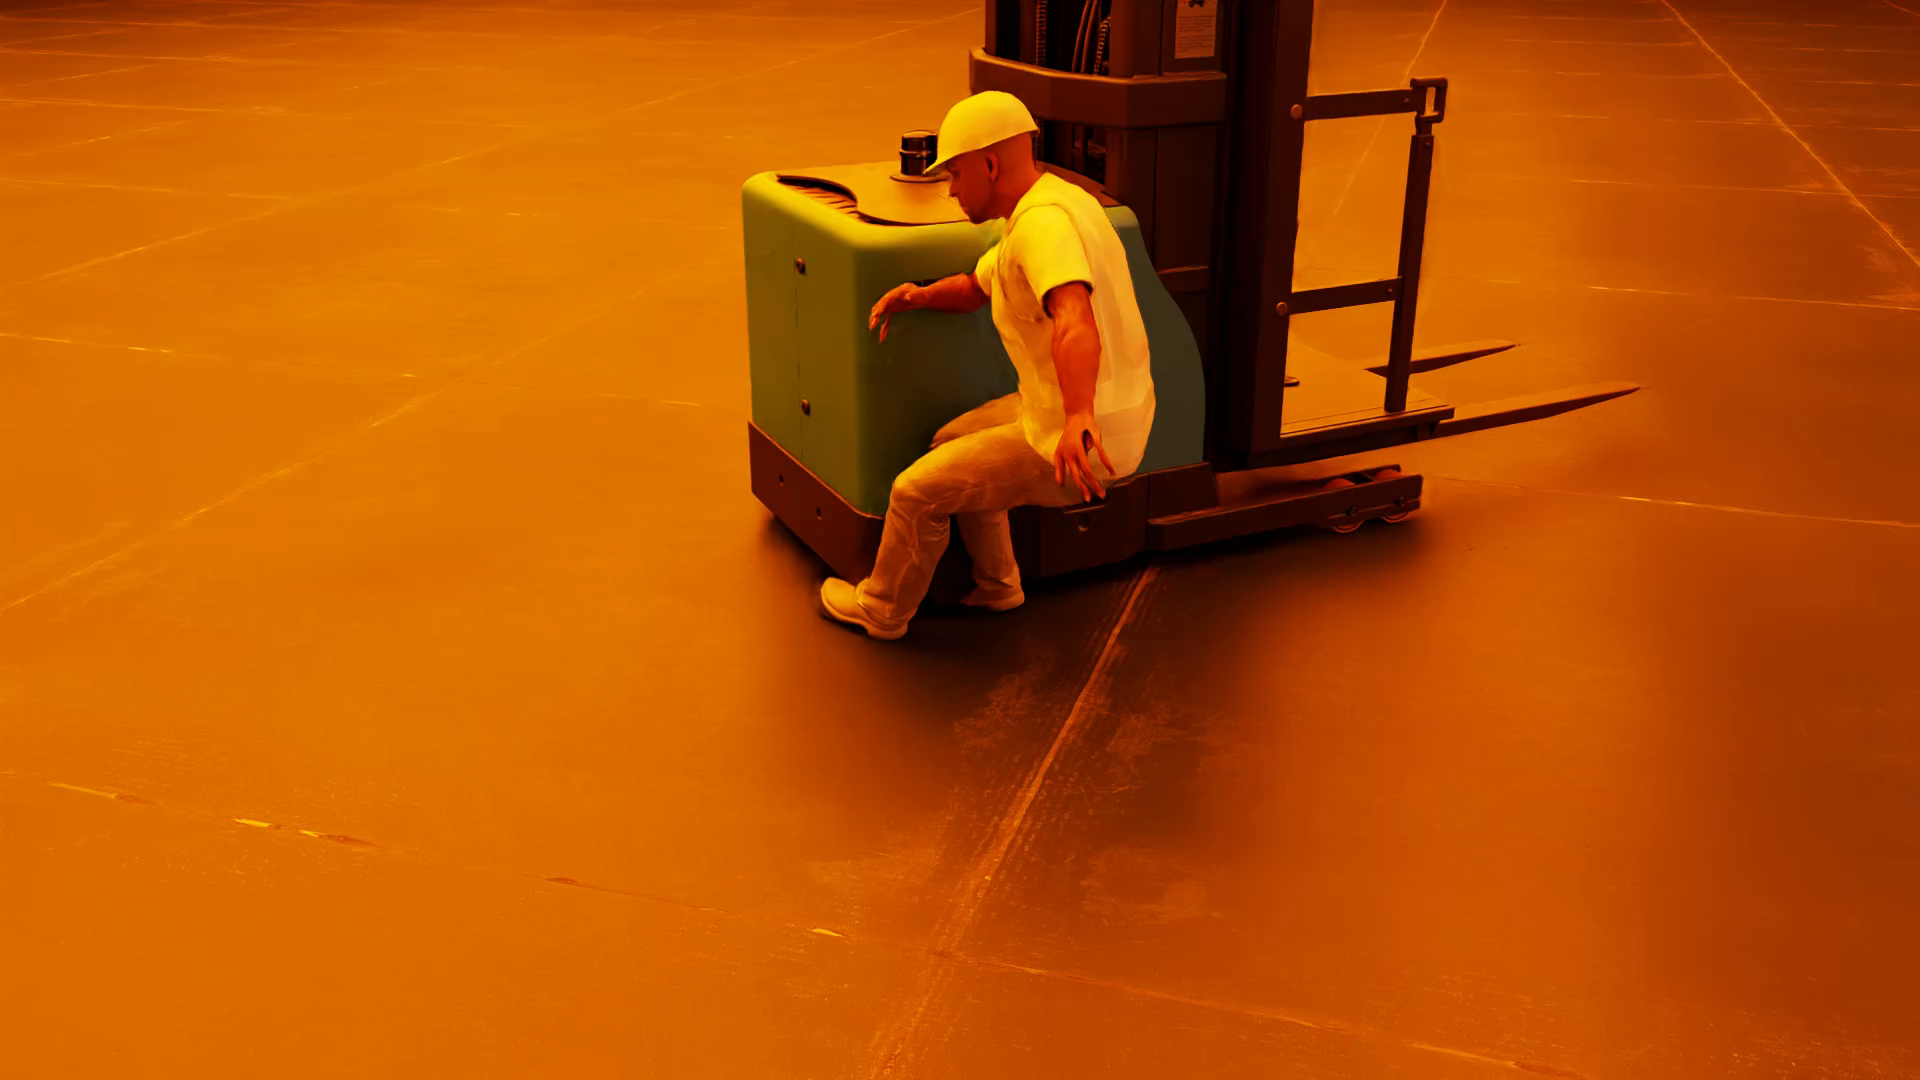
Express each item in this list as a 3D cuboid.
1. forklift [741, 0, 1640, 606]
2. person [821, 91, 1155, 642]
[{"bbox_3d":[0.888,-1.545,5.021,3.031,2.935,1.130,-11,25,-24],"label":"forklift"},{"bbox_3d":[-0.003,-0.300,4.020,0.949,1.489,1.100,6,23,14],"label":"person"}]
